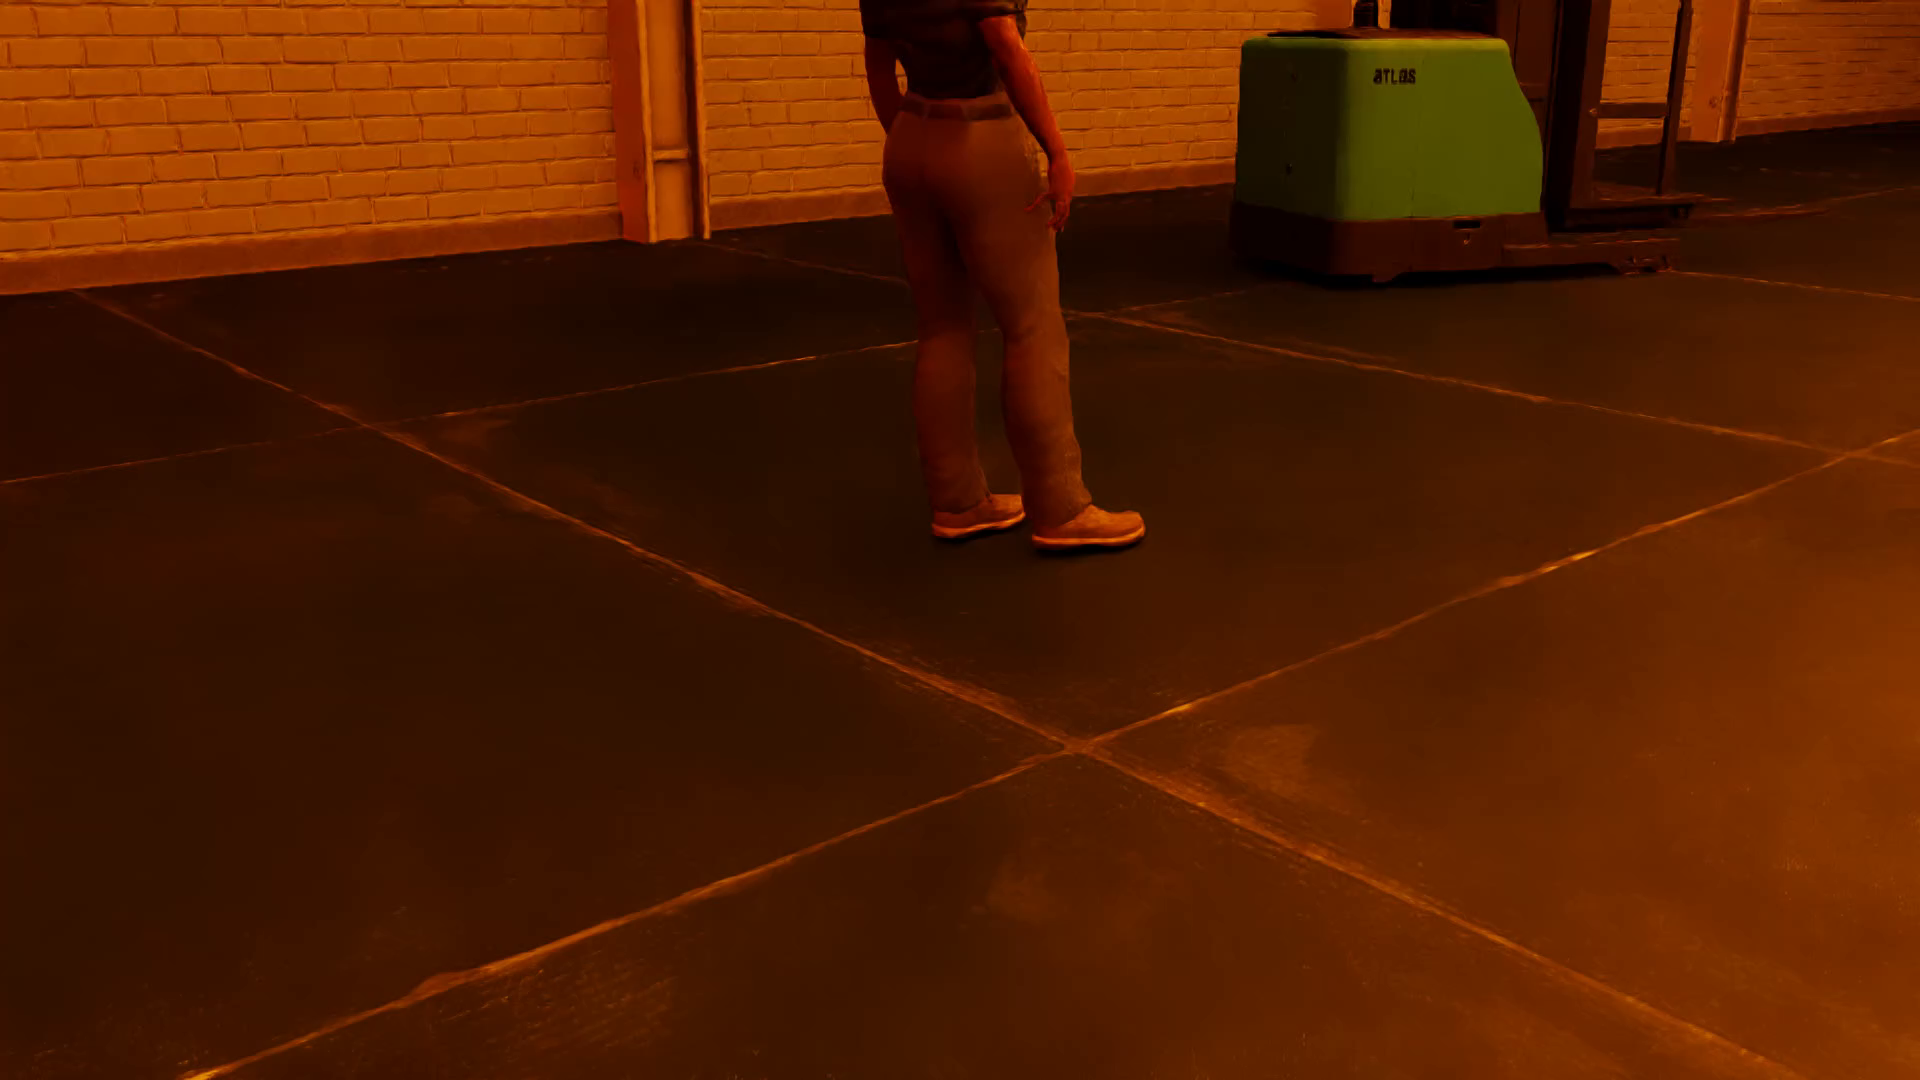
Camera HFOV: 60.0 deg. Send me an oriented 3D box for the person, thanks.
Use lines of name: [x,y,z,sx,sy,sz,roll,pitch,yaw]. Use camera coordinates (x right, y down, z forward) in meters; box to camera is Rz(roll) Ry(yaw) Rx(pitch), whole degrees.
person: [0.080,-0.809,3.640,0.503,1.654,0.570,-14,22,-38]

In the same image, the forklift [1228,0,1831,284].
forklift: [2.894,-2.793,7.867,3.031,2.935,1.130,-6,18,-19]
